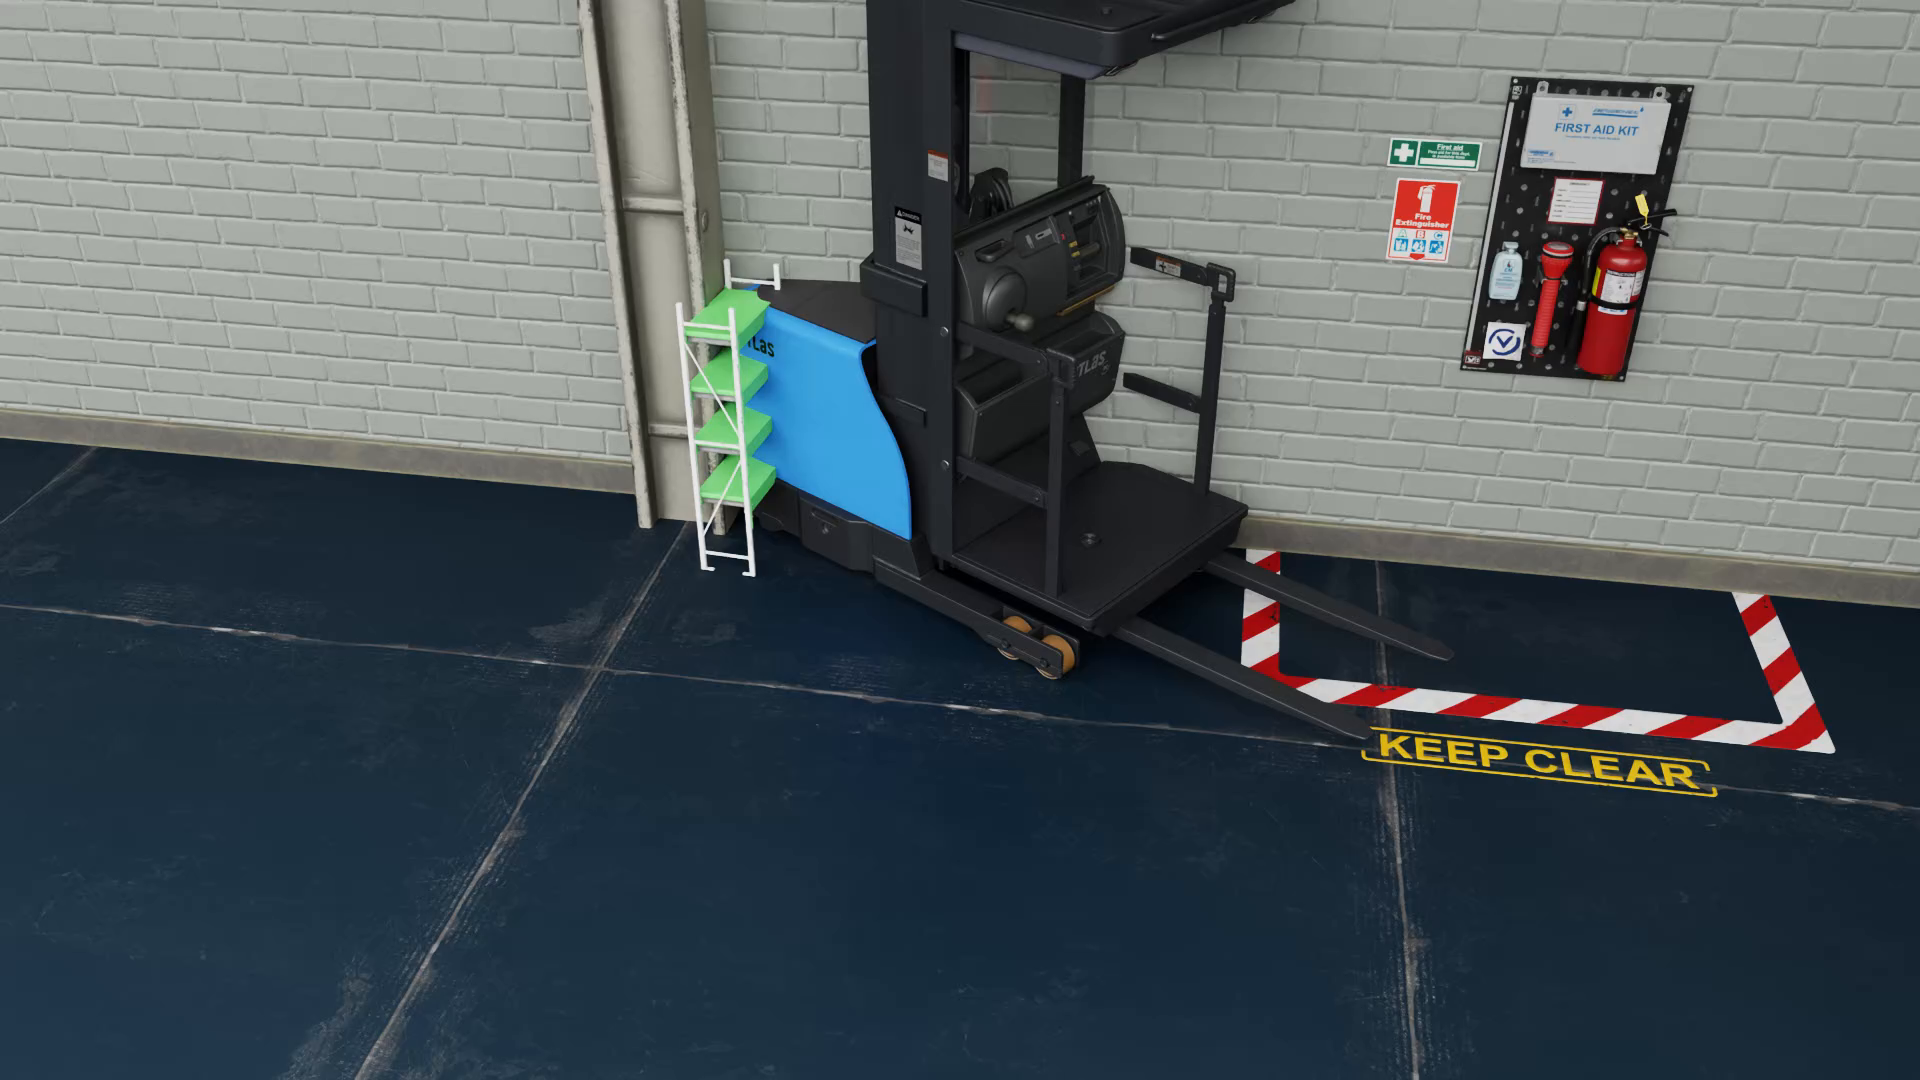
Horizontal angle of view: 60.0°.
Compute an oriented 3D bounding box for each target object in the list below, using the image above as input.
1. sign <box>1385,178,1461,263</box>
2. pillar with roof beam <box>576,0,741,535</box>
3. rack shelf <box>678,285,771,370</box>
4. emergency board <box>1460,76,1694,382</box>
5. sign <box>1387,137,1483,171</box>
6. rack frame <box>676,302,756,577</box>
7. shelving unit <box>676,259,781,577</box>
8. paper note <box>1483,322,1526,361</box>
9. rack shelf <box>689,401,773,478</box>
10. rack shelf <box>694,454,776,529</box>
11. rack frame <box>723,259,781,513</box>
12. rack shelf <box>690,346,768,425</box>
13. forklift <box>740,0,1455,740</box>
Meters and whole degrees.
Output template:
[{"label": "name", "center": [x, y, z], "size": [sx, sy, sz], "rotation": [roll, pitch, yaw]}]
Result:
[{"label": "sign", "center": [1.761, -1.215, 6.330], "size": [0.234, 0.329, 0.001], "rotation": [5, 32, 8]}, {"label": "pillar with roof beam", "center": [-1.921, -1.683, 1.457], "size": [0.400, 9.000, 9.100], "rotation": [5, 32, 8]}, {"label": "rack shelf", "center": [-0.918, -0.862, 6.709], "size": [0.258, 0.148, 0.480], "rotation": [7, 31, 13]}, {"label": "emergency board", "center": [2.288, -1.096, 6.174], "size": [0.643, 1.169, 0.194], "rotation": [5, 32, 8]}, {"label": "sign", "center": [1.764, -1.434, 6.181], "size": [0.331, 0.109, 0.001], "rotation": [5, 32, 8]}, {"label": "rack frame", "center": [-0.979, -0.384, 6.714], "size": [0.240, 1.200, 0.015], "rotation": [7, 31, 13]}, {"label": "shelving unit", "center": [-0.916, -0.503, 6.918], "size": [0.258, 1.200, 0.503], "rotation": [7, 31, 13]}, {"label": "paper note", "center": [2.125, -0.775, 6.491], "size": [0.142, 0.148, 0.016], "rotation": [5, 32, 8]}, {"label": "rack shelf", "center": [-0.916, -0.447, 6.950], "size": [0.258, 0.148, 0.480], "rotation": [7, 31, 13]}, {"label": "rack shelf", "center": [-0.914, -0.240, 7.070], "size": [0.258, 0.148, 0.480], "rotation": [7, 31, 13]}, {"label": "rack frame", "center": [-0.852, -0.621, 7.121], "size": [0.240, 1.200, 0.015], "rotation": [7, 31, 13]}, {"label": "rack shelf", "center": [-0.917, -0.655, 6.829], "size": [0.258, 0.148, 0.480], "rotation": [7, 31, 13]}, {"label": "forklift", "center": [0.473, -1.025, 6.125], "size": [3.031, 2.935, 1.130], "rotation": [25, 40, 34]}]
